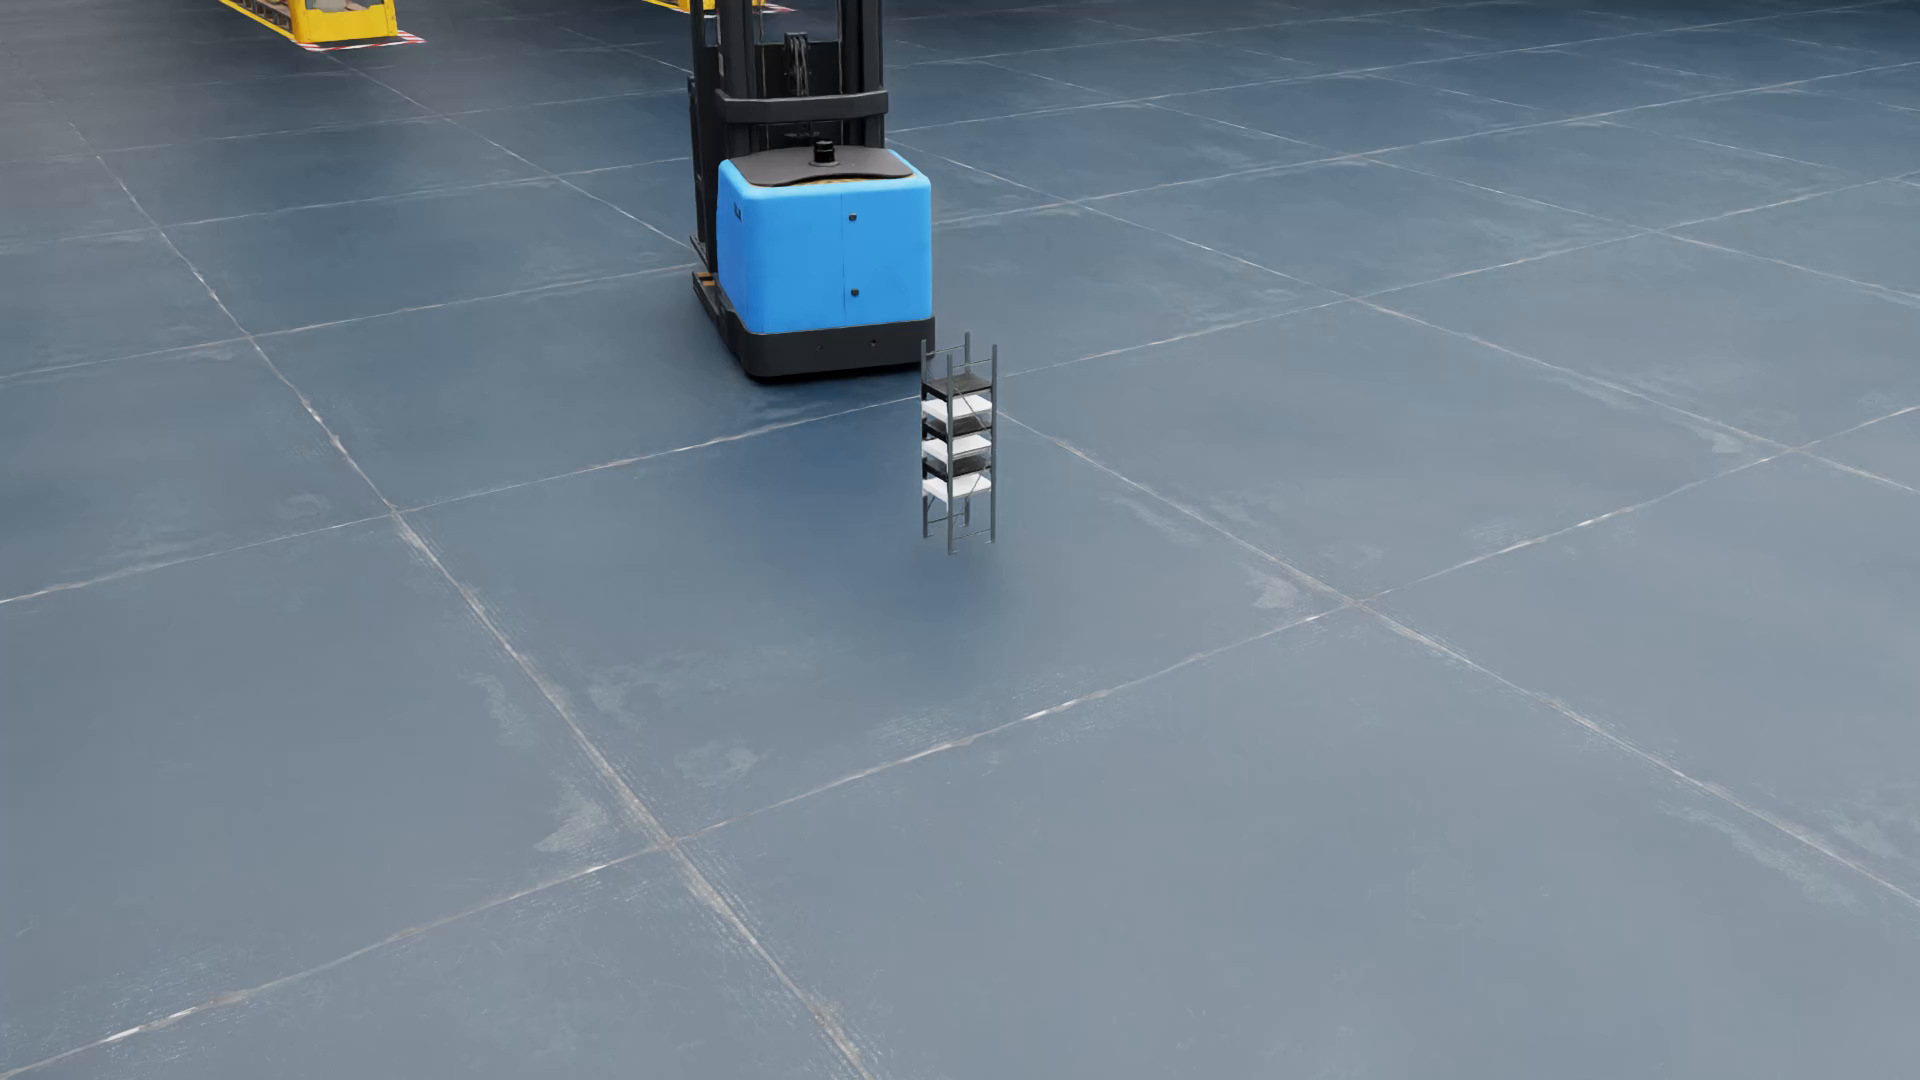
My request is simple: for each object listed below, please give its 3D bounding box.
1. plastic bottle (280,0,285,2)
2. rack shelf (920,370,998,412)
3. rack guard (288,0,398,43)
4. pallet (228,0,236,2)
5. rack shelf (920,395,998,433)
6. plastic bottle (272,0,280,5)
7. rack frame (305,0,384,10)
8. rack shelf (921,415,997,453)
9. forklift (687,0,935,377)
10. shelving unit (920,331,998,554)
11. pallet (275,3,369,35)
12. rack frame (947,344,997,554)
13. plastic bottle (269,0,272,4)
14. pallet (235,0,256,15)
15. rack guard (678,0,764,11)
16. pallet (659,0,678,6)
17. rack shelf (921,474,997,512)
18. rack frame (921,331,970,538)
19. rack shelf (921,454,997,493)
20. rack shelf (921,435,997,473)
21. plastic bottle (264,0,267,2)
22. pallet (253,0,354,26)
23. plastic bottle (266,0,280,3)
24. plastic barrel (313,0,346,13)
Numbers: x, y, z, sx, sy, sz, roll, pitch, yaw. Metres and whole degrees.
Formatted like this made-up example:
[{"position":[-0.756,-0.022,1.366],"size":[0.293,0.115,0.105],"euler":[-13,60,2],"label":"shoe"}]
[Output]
[{"position":[-8.743,-7.076,21.392],"size":[0.061,0.283,0.133],"euler":[-16,29,-30],"label":"plastic bottle"},{"position":[-0.004,-0.624,6.963],"size":[0.258,0.077,0.200],"euler":[-16,29,-30],"label":"rack shelf"},{"position":[-7.429,-6.315,20.041],"size":[1.175,0.500,0.348],"euler":[-16,29,-30],"label":"rack guard"},{"position":[-9.993,-7.871,23.675],"size":[1.003,0.211,1.213],"euler":[-16,29,-30],"label":"pallet"},{"position":[-0.004,-0.542,7.001],"size":[0.258,0.077,0.200],"euler":[-16,29,-30],"label":"rack shelf"},{"position":[-8.718,-6.917,21.152],"size":[0.097,0.201,0.097],"euler":[0,25,0],"label":"plastic bottle"},{"position":[-7.348,-7.429,19.473],"size":[1.000,3.000,0.127],"euler":[-16,29,-30],"label":"rack frame"},{"position":[-0.004,-0.461,7.040],"size":[0.258,0.077,0.200],"euler":[-16,29,-30],"label":"rack shelf"},{"position":[-1.054,-2.809,9.766],"size":[1.130,2.935,3.031],"euler":[-7,26,-15],"label":"forklift"},{"position":[-0.004,-0.410,7.064],"size":[0.258,0.900,0.210],"euler":[-16,29,-30],"label":"shelving unit"},{"position":[-7.868,-6.476,20.721],"size":[1.003,0.211,1.213],"euler":[-16,29,-30],"label":"pallet"},{"position":[0.051,-0.373,6.987],"size":[0.240,0.900,0.006],"euler":[-16,29,-30],"label":"rack frame"},{"position":[-8.797,-6.992,21.214],"size":[0.061,0.283,0.133],"euler":[-15,29,-28],"label":"plastic bottle"},{"position":[-9.200,-7.349,22.570],"size":[1.003,0.211,1.213],"euler":[-16,29,-30],"label":"pallet"},{"position":[-3.239,-7.480,22.509],"size":[1.175,0.500,0.348],"euler":[-16,29,-30],"label":"rack guard"},{"position":[-3.653,-7.648,23.204],"size":[1.003,0.211,1.213],"euler":[-16,29,-30],"label":"pallet"},{"position":[-0.004,-0.217,7.155],"size":[0.258,0.077,0.200],"euler":[-16,29,-30],"label":"rack shelf"},{"position":[-0.060,-0.446,7.141],"size":[0.240,0.900,0.006],"euler":[-16,29,-30],"label":"rack frame"},{"position":[-0.004,-0.298,7.117],"size":[0.258,0.077,0.200],"euler":[-16,29,-30],"label":"rack shelf"},{"position":[-0.004,-0.380,7.078],"size":[0.258,0.077,0.200],"euler":[-16,29,-30],"label":"rack shelf"},{"position":[-8.908,-7.097,21.445],"size":[0.152,0.276,0.135],"euler":[-16,30,-31],"label":"plastic bottle"},{"position":[-8.530,-6.912,21.644],"size":[1.003,0.211,1.213],"euler":[-16,29,-30],"label":"pallet"},{"position":[-8.832,-7.048,21.340],"size":[0.152,0.276,0.135],"euler":[-15,29,-29],"label":"plastic bottle"},{"position":[-7.771,-6.711,20.376],"size":[0.421,0.512,0.421],"euler":[0,25,0],"label":"plastic barrel"}]
